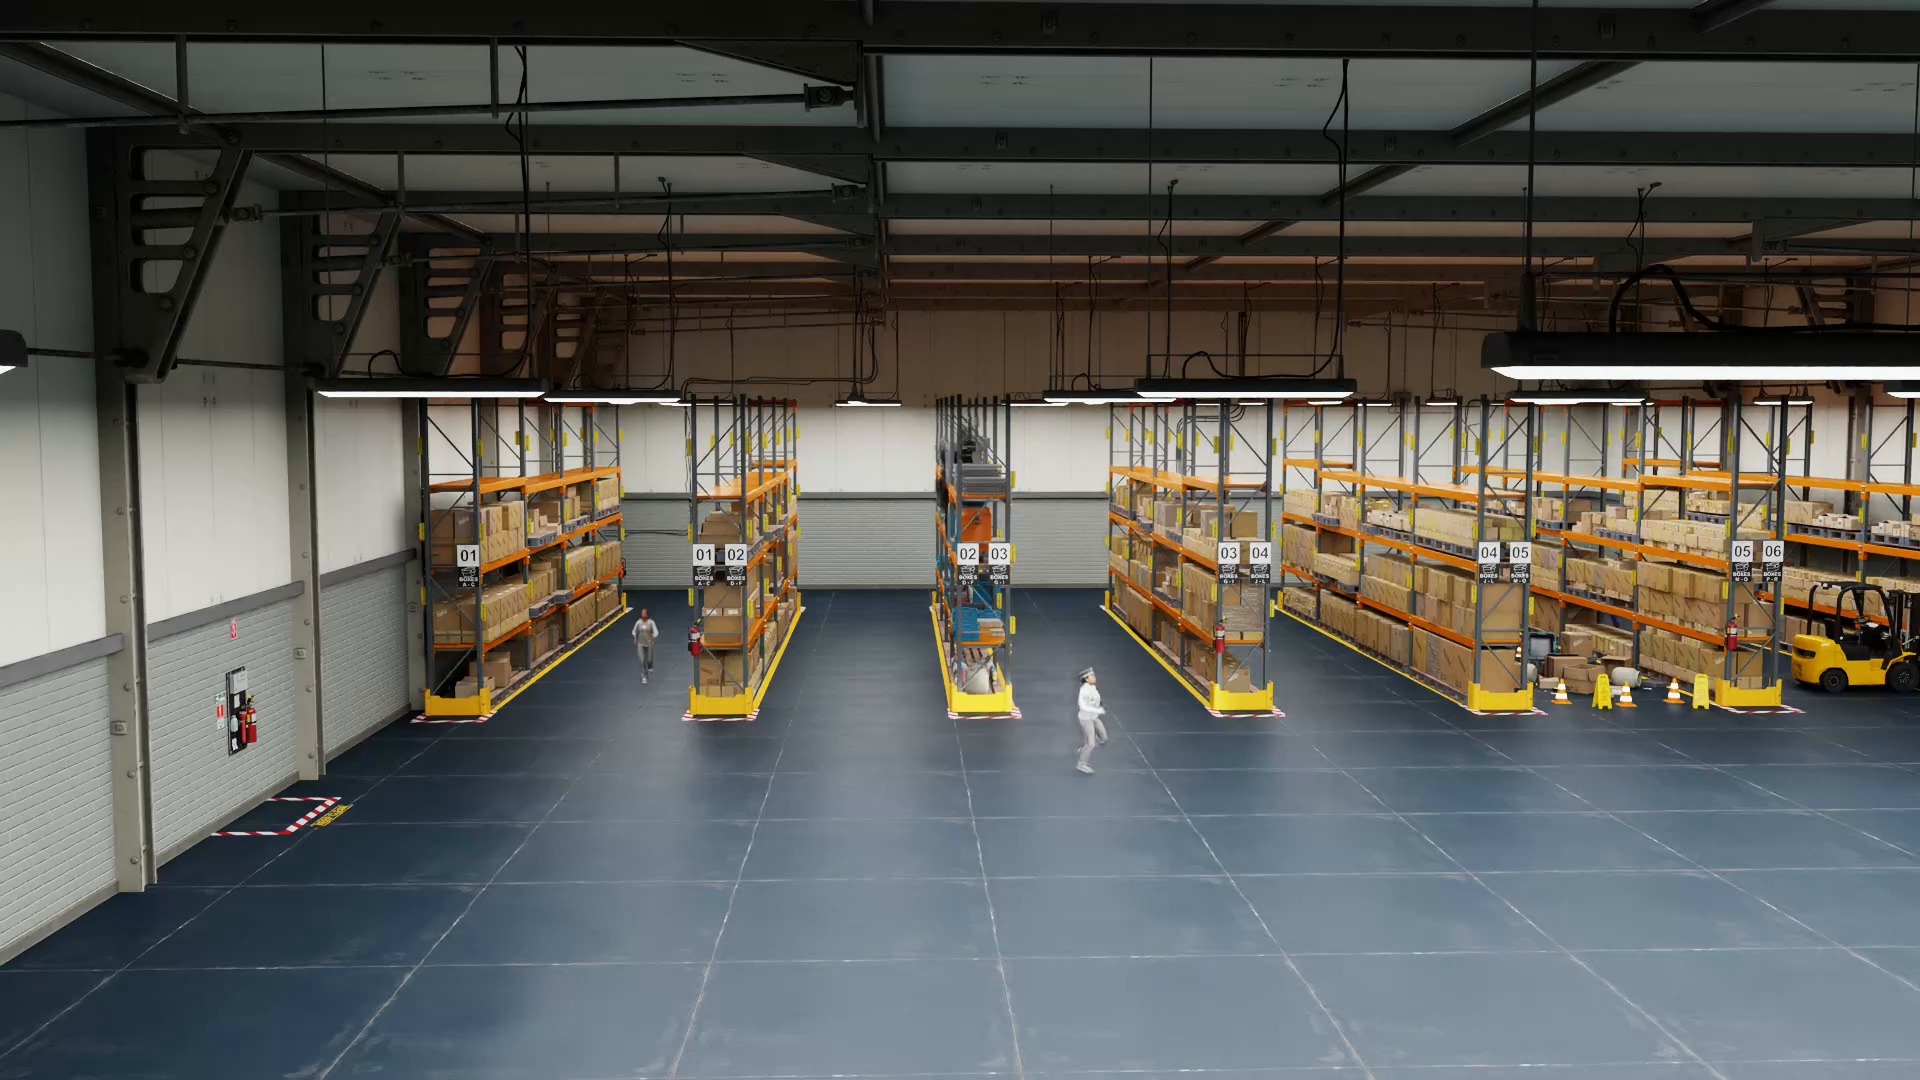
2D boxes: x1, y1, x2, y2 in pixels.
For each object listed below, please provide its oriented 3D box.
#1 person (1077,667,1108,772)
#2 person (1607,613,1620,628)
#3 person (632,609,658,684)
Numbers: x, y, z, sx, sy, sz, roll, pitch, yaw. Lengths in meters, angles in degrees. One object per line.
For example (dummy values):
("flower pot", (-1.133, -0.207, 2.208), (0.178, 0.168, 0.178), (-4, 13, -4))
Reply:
("person", (2.088, 2.827, 26.207), (0.514, 1.667, 0.667), (2, 5, 25))
("person", (16.593, 1.542, 42.772), (0.614, 1.677, 0.930), (0, 5, -3))
("person", (-6.606, 2.170, 34.849), (0.537, 1.479, 0.594), (0, 5, -5))
